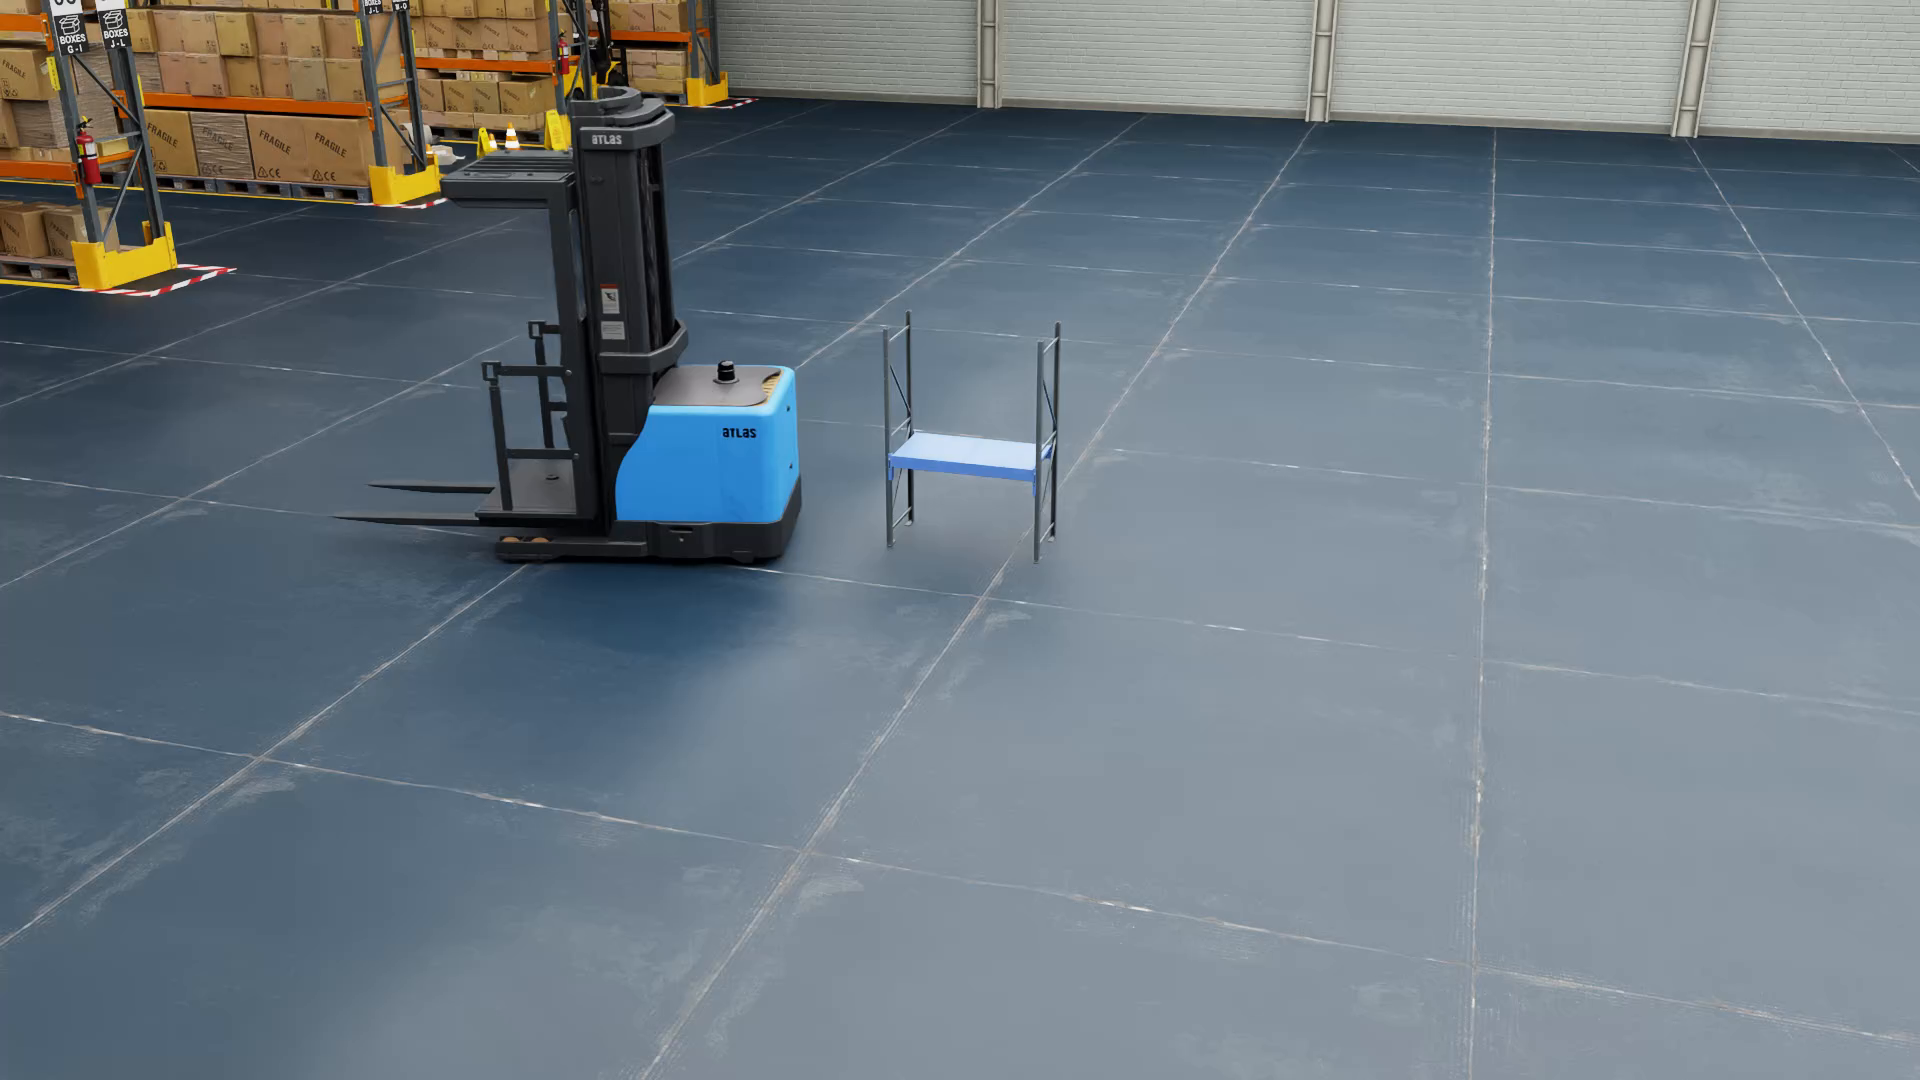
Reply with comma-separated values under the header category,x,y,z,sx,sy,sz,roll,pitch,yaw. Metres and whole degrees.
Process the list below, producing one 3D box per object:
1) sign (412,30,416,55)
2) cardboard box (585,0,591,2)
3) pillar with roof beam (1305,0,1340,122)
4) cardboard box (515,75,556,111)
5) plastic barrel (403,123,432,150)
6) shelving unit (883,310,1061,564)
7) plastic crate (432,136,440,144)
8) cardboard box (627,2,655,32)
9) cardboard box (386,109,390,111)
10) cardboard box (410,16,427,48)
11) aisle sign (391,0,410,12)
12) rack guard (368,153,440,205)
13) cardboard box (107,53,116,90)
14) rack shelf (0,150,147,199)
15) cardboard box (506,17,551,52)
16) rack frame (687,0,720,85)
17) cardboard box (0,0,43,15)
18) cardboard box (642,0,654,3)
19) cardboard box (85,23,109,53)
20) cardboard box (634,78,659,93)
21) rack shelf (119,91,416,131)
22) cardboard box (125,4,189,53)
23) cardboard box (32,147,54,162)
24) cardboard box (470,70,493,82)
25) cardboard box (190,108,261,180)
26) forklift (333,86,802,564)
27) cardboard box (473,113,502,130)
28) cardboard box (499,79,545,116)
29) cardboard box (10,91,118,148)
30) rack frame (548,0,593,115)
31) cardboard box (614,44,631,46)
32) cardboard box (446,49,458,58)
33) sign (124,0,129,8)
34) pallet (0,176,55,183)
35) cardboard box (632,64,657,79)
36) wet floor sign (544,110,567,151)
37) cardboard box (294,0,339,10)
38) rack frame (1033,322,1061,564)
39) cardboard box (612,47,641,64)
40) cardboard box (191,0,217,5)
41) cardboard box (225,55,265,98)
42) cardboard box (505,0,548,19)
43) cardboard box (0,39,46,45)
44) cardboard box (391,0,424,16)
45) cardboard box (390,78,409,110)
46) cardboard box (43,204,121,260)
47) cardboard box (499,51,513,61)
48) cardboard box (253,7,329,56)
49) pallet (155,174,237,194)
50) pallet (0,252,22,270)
category,x,y,z,sx,sy,sz,roll,pitch,yaw
sign,-7.386,-6.709,22.429,0.005,0.325,0.100,7,23,16
cardboard box,-6.914,-10.162,31.105,0.250,0.149,0.380,6,23,14
pillar with roof beam,5.050,-9.984,23.753,0.400,9.000,9.100,7,23,16
cardboard box,-6.934,-7.341,27.296,0.500,0.500,0.500,6,23,14
plastic barrel,-8.633,-6.365,26.229,0.512,0.421,0.421,-14,26,-30
shelving unit,0.082,-0.685,10.963,1.048,1.500,0.538,7,23,16
plastic crate,-8.782,-6.498,27.007,0.583,0.080,0.402,-1,22,-3
cardboard box,-5.829,-9.750,30.954,0.500,0.500,0.500,7,23,17
cardboard box,-9.561,-7.078,27.644,0.500,0.250,0.500,5,23,13
cardboard box,-8.743,-8.247,26.899,0.500,0.500,0.500,6,23,15
aisle sign,-7.397,-7.375,21.871,0.004,0.787,0.394,7,23,16
rack guard,-7.529,-4.912,22.586,0.348,0.500,1.175,7,23,16
cardboard box,-11.958,-6.516,23.071,0.500,0.500,0.500,6,23,15
rack shelf,-10.996,-4.166,18.423,4.000,0.370,1.077,7,23,16
cardboard box,-6.818,-8.024,26.355,0.500,0.500,0.500,6,23,15
rack frame,-4.788,-9.684,30.927,0.127,3.000,1.000,7,23,16
cardboard box,-9.616,-5.559,17.115,0.500,0.250,0.500,7,23,17
cardboard box,-5.685,-10.035,30.795,0.250,0.149,0.380,7,23,17
cardboard box,-11.858,-7.071,23.106,0.500,0.500,0.700,6,23,15
cardboard box,-5.803,-8.601,31.356,0.500,0.250,0.500,7,23,15
rack shelf,-9.466,-5.957,22.789,4.000,0.370,1.077,7,23,16
cardboard box,-11.038,-7.026,22.825,0.550,0.550,0.875,7,23,16
cardboard box,-9.653,-4.148,17.760,0.250,0.149,0.380,7,23,16
cardboard box,-7.672,-7.487,26.798,0.250,0.149,0.380,7,23,16
cardboard box,-9.935,-5.529,23.043,0.875,0.875,0.875,7,23,16
forklift,-2.645,-1.401,10.824,3.031,2.935,1.130,1,22,3
cardboard box,-7.564,-6.853,27.095,0.500,0.250,0.500,7,23,16
cardboard box,-7.061,-7.143,26.812,0.500,0.500,0.500,7,23,16
cardboard box,-9.600,-4.534,17.848,0.500,0.500,0.875,7,23,16
rack frame,-6.219,-7.881,26.530,0.127,3.000,1.000,7,23,16
cardboard box,-6.638,-9.362,31.892,0.500,0.250,0.500,6,23,14
cardboard box,-8.096,-7.902,26.913,0.250,0.149,0.380,7,23,16
sign,-14.035,-9.091,27.955,0.005,0.325,0.100,7,23,16
pallet,-13.313,-5.410,24.180,1.213,0.211,1.003,7,23,16
cardboard box,-5.822,-8.837,31.271,0.500,0.250,0.500,6,23,15
wet floor sign,-6.346,-6.382,25.978,0.232,0.644,0.267,16,27,34
cardboard box,-10.557,-8.665,27.364,0.500,0.500,0.500,6,23,15
rack frame,0.568,-0.629,10.827,0.032,1.500,0.500,7,23,16
cardboard box,-6.296,-9.112,31.284,0.500,0.250,0.500,7,23,16
cardboard box,-12.502,-8.892,27.918,0.500,0.500,0.500,7,23,16
cardboard box,-9.472,-6.367,22.642,0.500,0.550,0.875,7,23,16
cardboard box,-6.771,-8.504,26.207,0.500,0.500,0.700,6,23,14
cardboard box,-10.006,-5.143,18.015,0.500,0.500,0.500,7,23,16
cardboard box,-8.734,-8.710,26.710,0.500,0.500,0.700,6,23,14
cardboard box,-9.045,-7.371,27.369,0.500,0.500,0.500,8,23,18
cardboard box,-9.674,-3.392,18.328,0.500,0.500,0.500,11,25,25
cardboard box,-7.152,-7.751,26.545,0.250,0.149,0.380,6,23,15
cardboard box,-8.946,-6.832,22.353,0.550,0.550,0.875,7,23,16
pallet,-10.676,-5.108,23.444,1.213,0.211,1.003,7,23,15
pallet,-11.086,-3.235,18.877,1.213,0.211,1.003,7,23,16
